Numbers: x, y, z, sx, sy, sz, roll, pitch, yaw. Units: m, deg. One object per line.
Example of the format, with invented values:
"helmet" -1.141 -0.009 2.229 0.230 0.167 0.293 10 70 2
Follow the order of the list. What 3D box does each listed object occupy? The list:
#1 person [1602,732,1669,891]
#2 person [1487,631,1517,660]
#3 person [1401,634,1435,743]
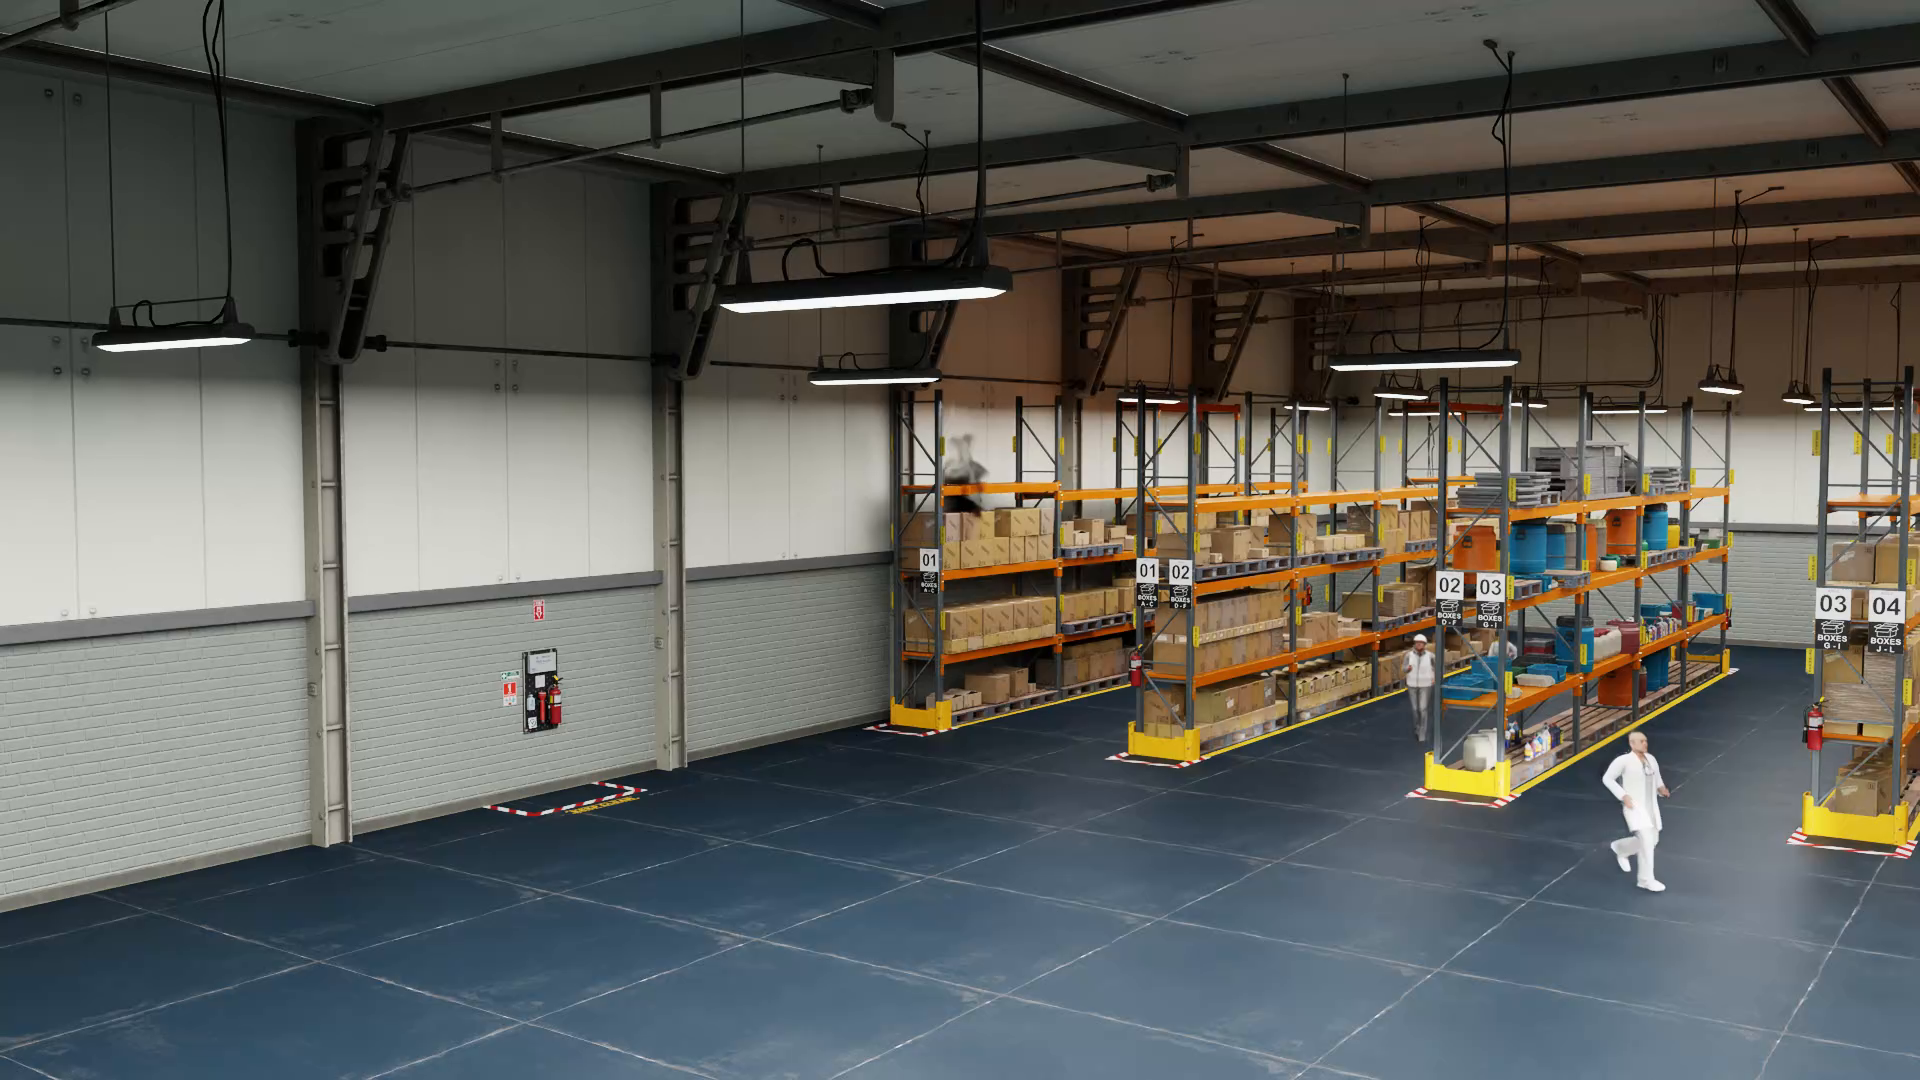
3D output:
"person" 7.720 3.042 18.968 0.720 1.709 0.896 -1 3 -22
"person" 10.001 2.473 30.715 0.520 1.611 0.706 2 4 36
"person" 7.848 2.519 28.393 0.639 1.825 0.734 2 4 28
